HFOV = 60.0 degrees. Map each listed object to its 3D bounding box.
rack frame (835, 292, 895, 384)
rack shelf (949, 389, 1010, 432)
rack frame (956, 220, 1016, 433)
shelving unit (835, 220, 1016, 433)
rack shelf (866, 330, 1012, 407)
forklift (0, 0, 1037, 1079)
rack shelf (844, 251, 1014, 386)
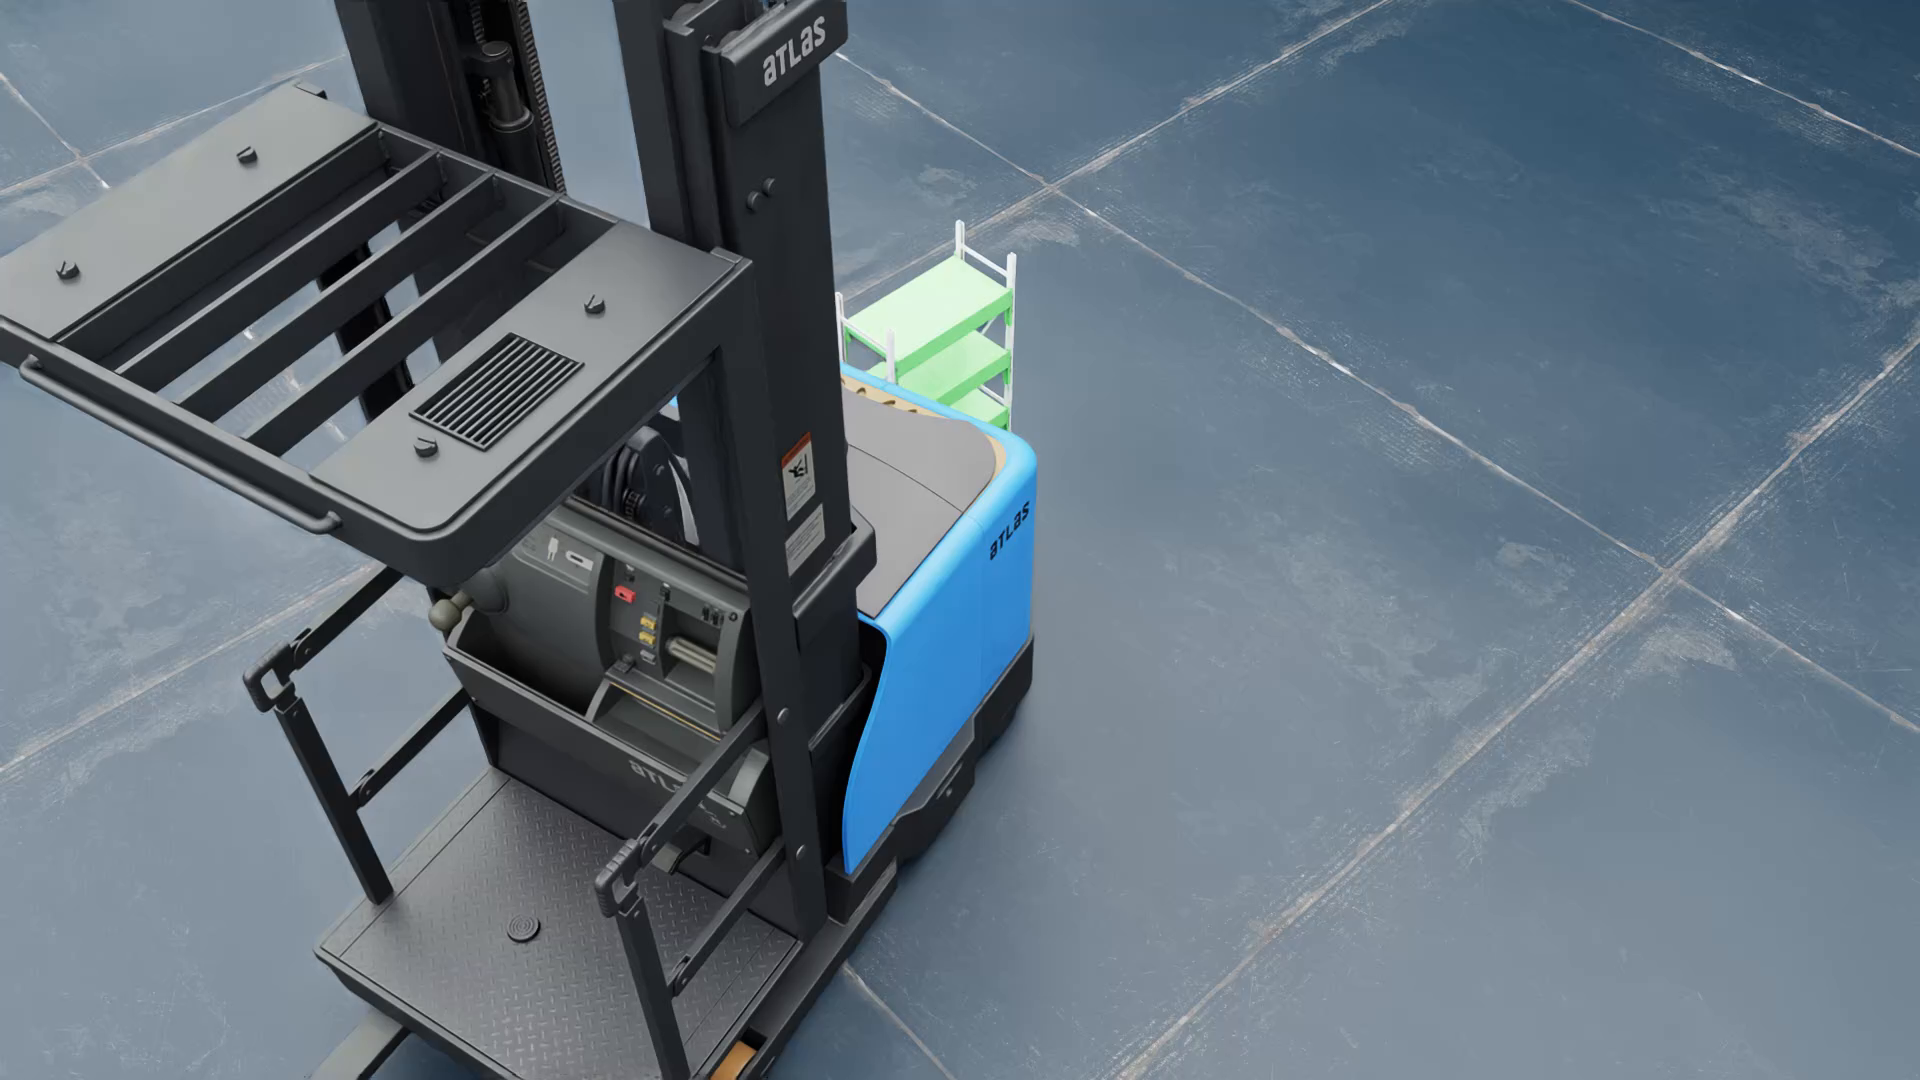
[{"bbox_3d":[-0.273,-0.239,5.154,0.015,1.200,0.240,-36,57,-28],"label":"rack frame"},{"bbox_3d":[-0.099,-0.321,5.317,0.480,0.148,0.258,-36,57,-28],"label":"rack shelf"},{"bbox_3d":[0.076,-0.489,5.385,0.015,1.200,0.240,-36,57,-28],"label":"rack frame"},{"bbox_3d":[-0.099,-0.364,5.270,0.503,1.200,0.258,-36,57,-28],"label":"shelving unit"},{"bbox_3d":[-0.099,-0.484,5.140,0.480,0.148,0.258,-36,57,-28],"label":"rack shelf"},{"bbox_3d":[-0.970,0.212,3.560,1.130,2.935,3.031,24,52,21],"label":"forklift"},{"bbox_3d":[-0.099,-0.646,4.964,0.480,0.148,0.258,-36,57,-28],"label":"rack shelf"}]
